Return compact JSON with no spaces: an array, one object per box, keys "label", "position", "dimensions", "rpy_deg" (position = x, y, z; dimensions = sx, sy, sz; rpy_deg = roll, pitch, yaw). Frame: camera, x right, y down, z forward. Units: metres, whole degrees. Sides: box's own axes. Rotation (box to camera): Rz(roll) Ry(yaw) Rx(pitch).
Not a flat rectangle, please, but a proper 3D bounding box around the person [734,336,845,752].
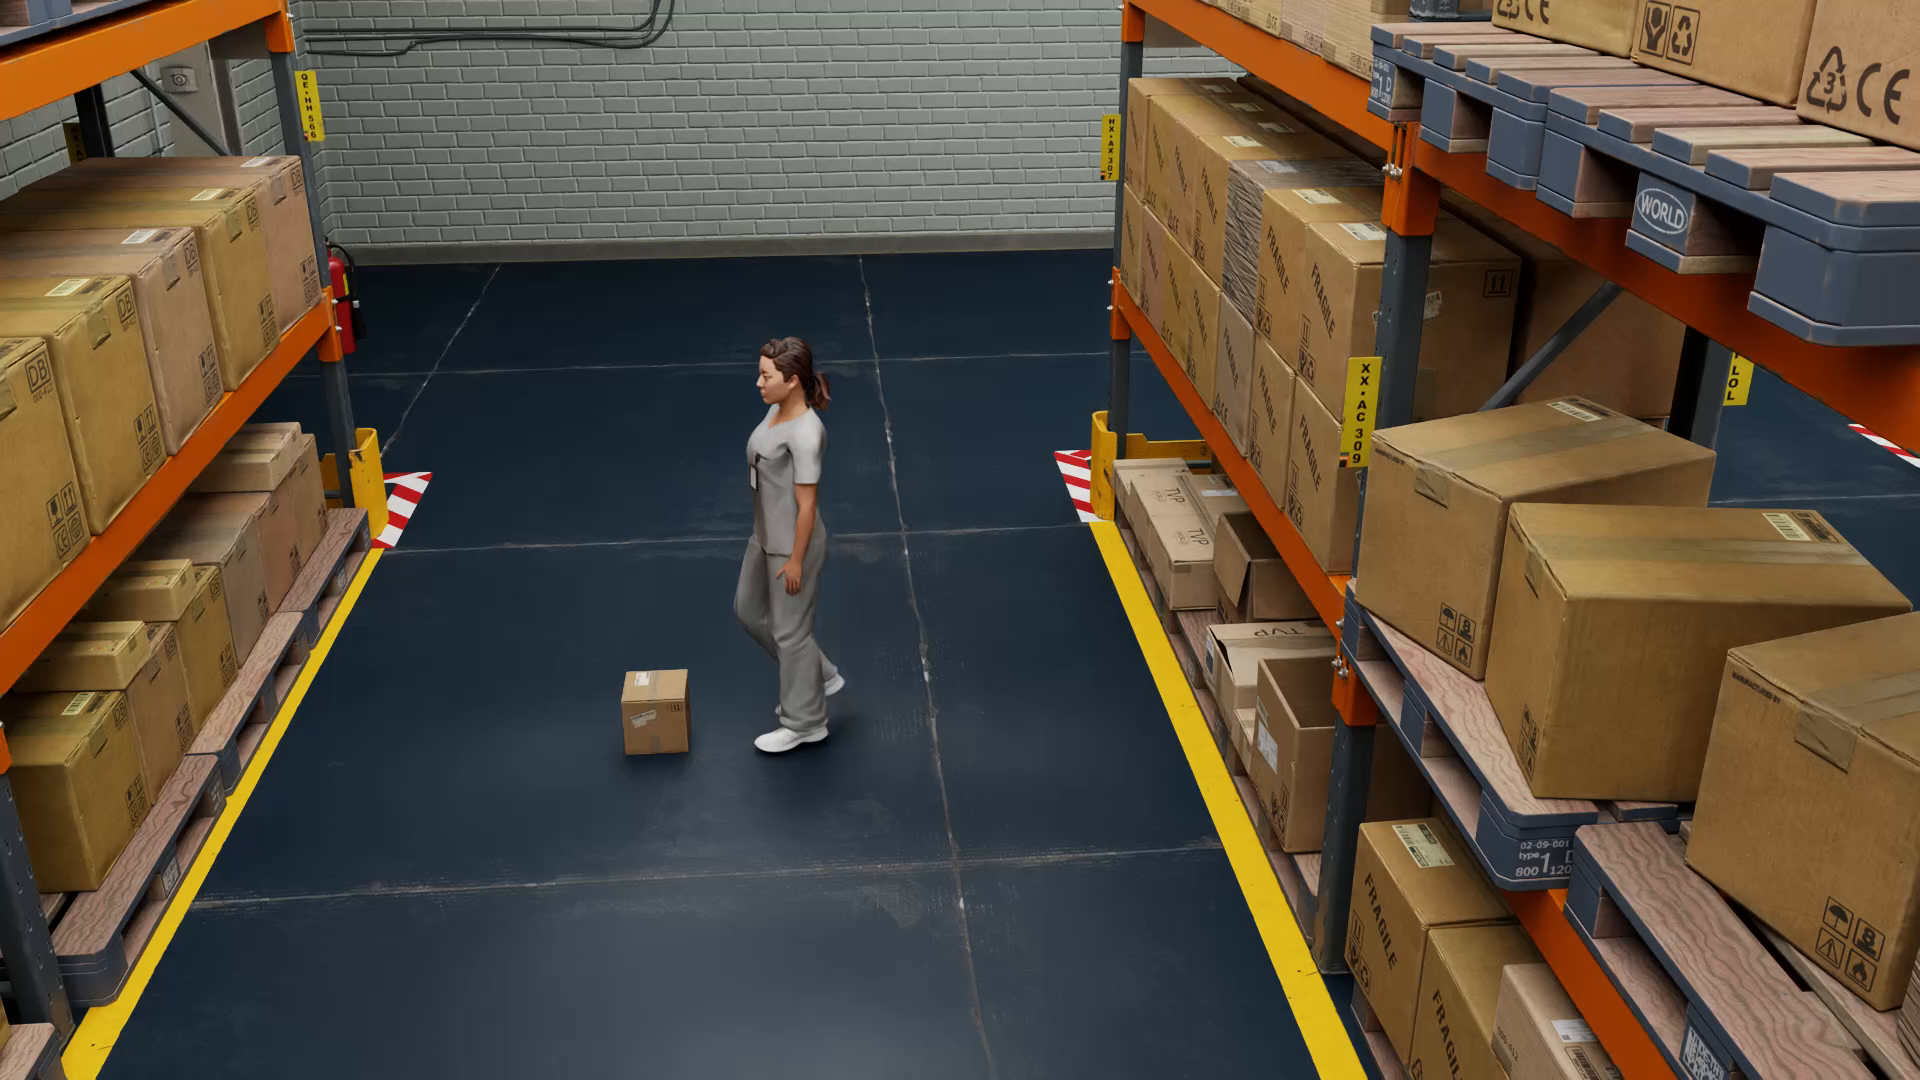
[{"label":"person","position":[-0.665,0.018,6.523],"dimensions":[0.431,1.677,0.465],"rpy_deg":[-8,25,-18]}]
